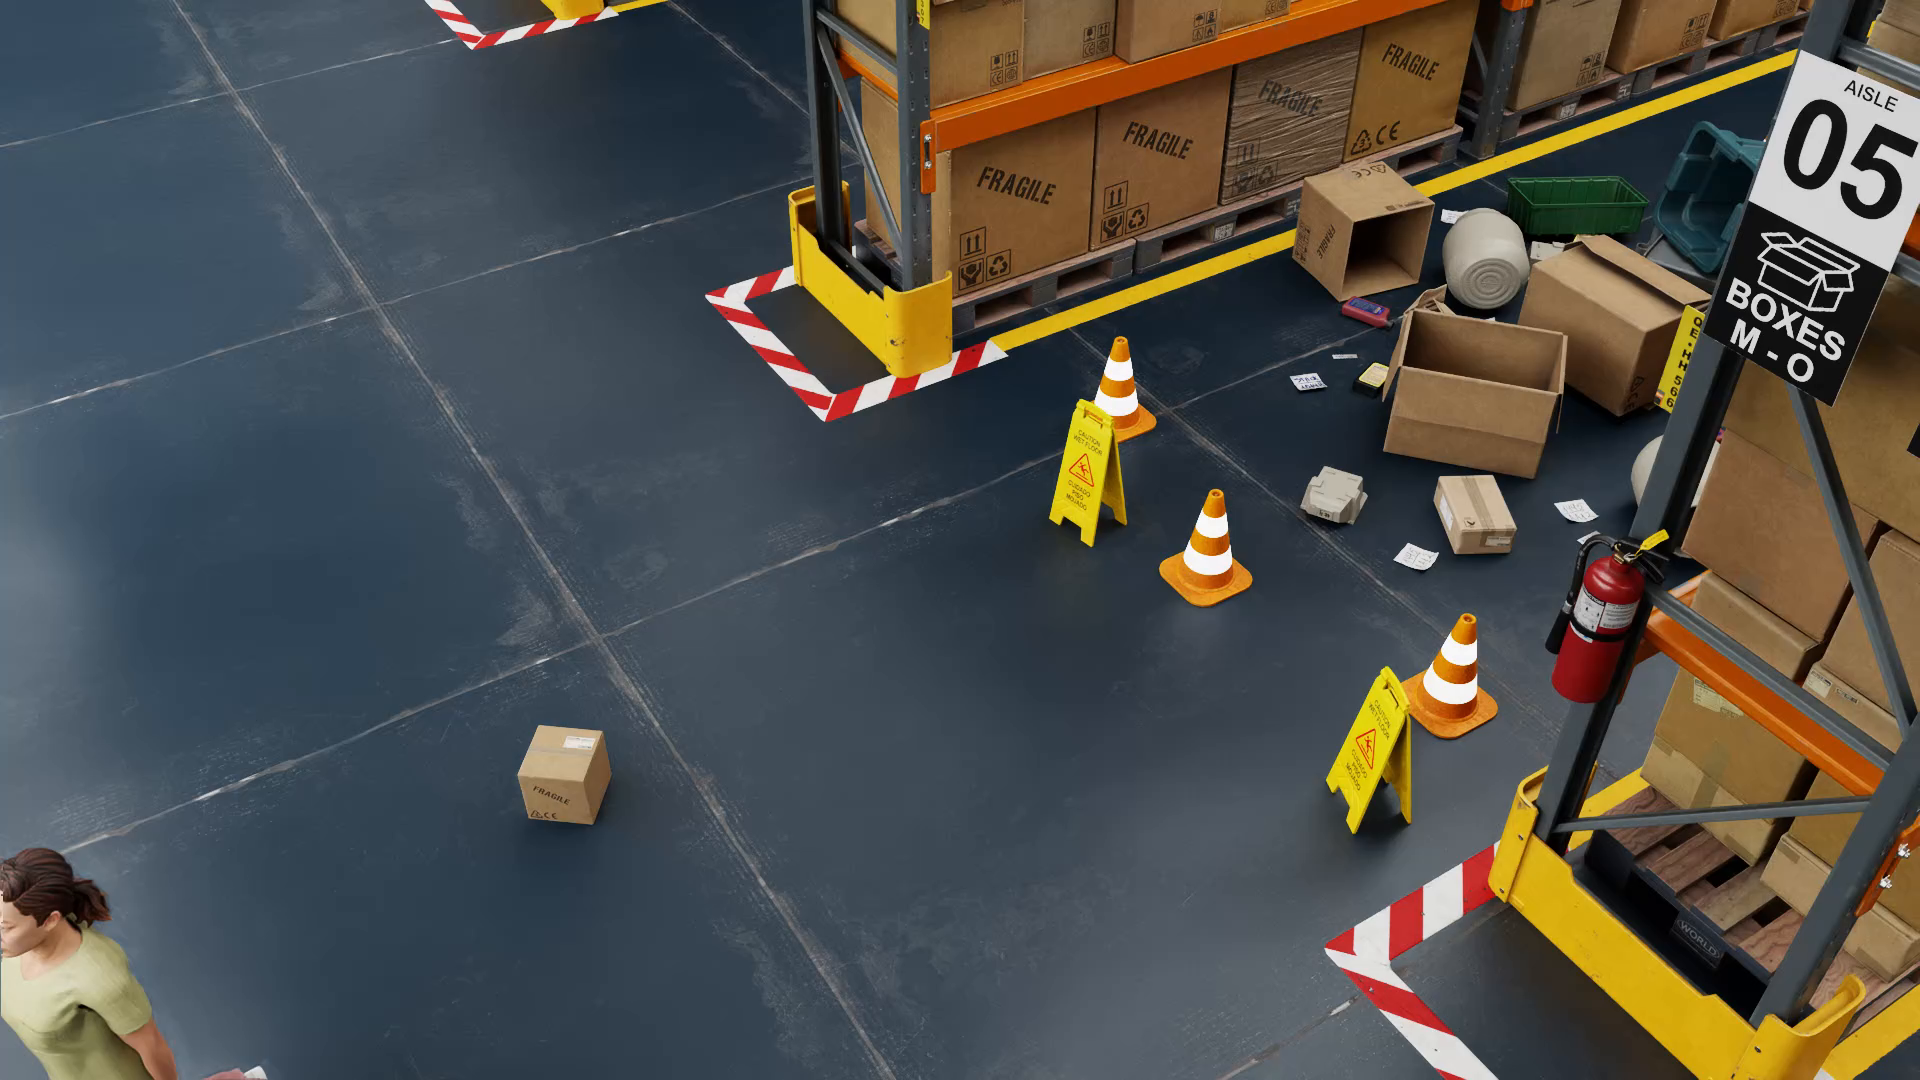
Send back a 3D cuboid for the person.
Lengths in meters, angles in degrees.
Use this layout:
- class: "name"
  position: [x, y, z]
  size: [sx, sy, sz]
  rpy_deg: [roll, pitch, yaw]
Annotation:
- class: "person"
  position: [-2.252, 1.402, 4.513]
  size: [0.445, 1.658, 0.594]
  rpy_deg: [27, 48, 28]
